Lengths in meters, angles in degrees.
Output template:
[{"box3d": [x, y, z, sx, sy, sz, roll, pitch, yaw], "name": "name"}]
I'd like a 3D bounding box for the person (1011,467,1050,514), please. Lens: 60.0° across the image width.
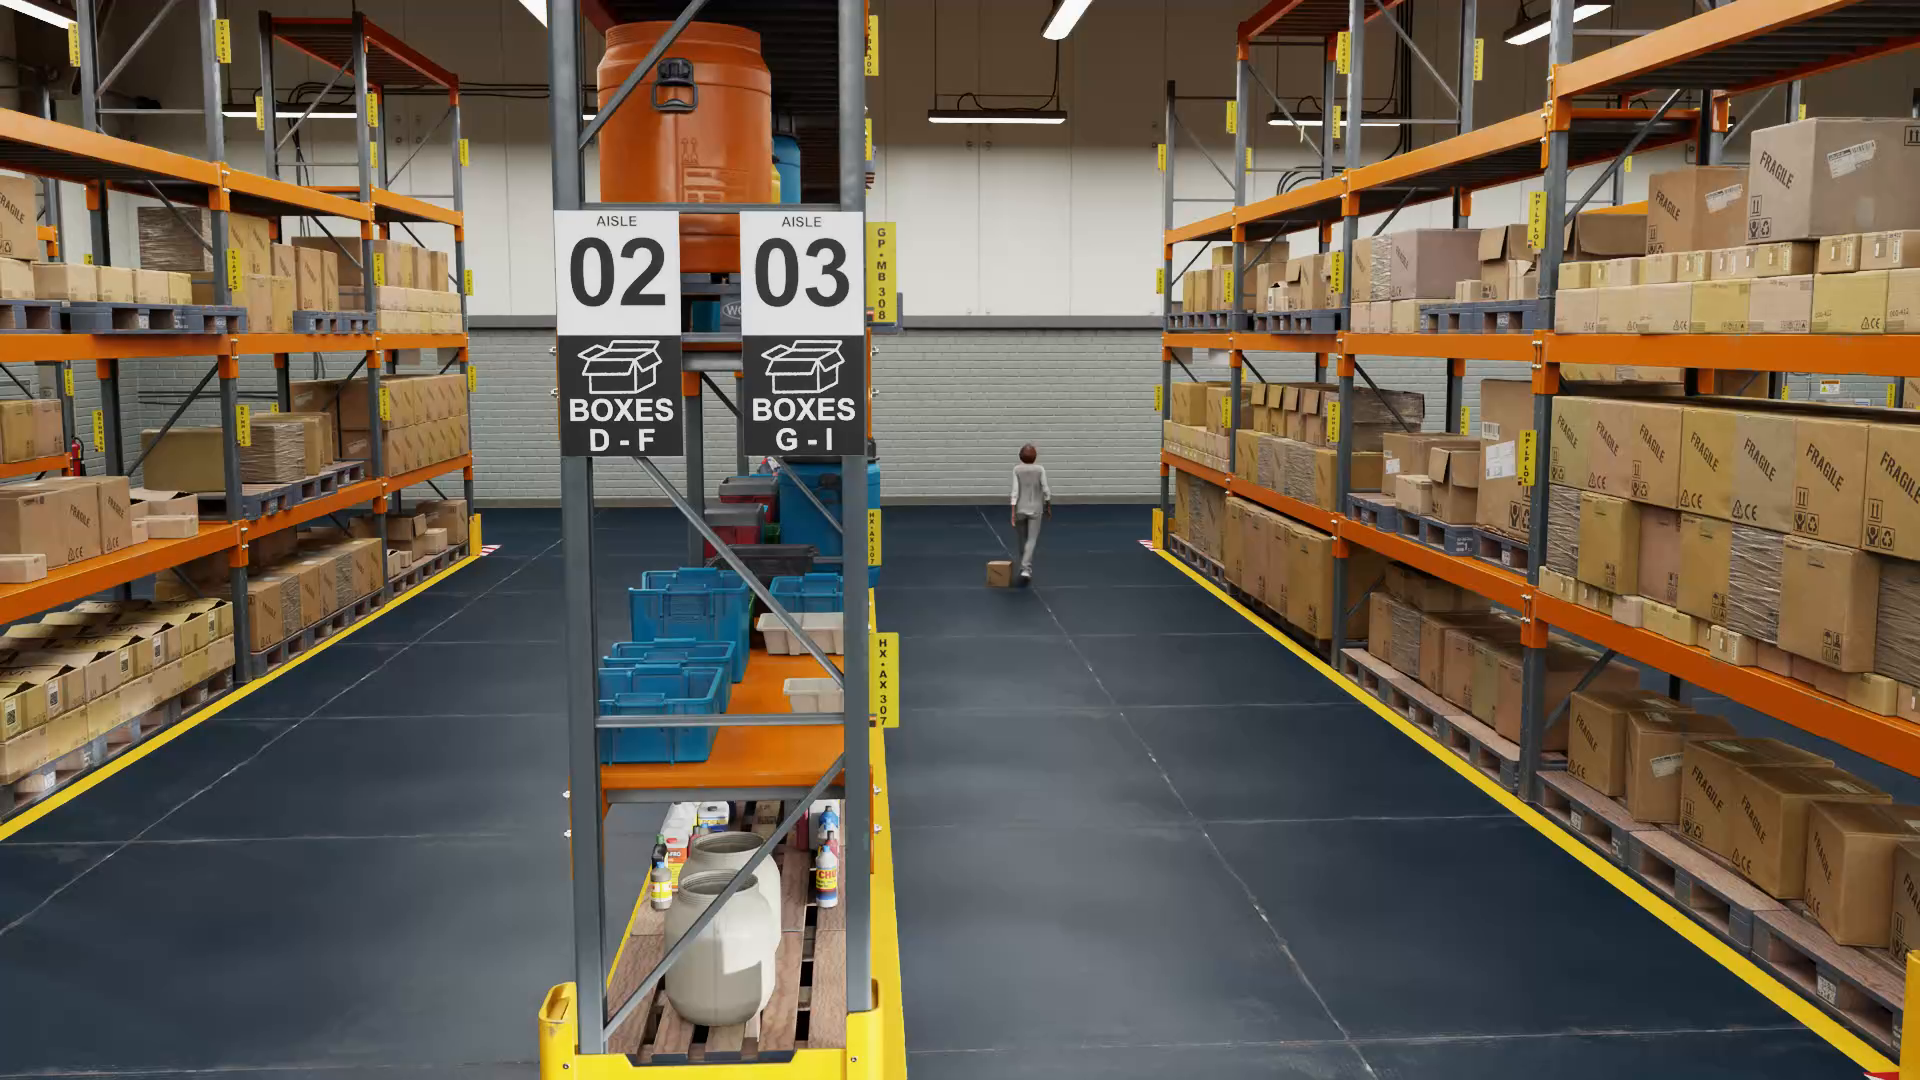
[{"box3d": [0.802, -0.571, 18.836, 0.431, 0.538, 0.289, 1, 7, 10], "name": "person"}]
